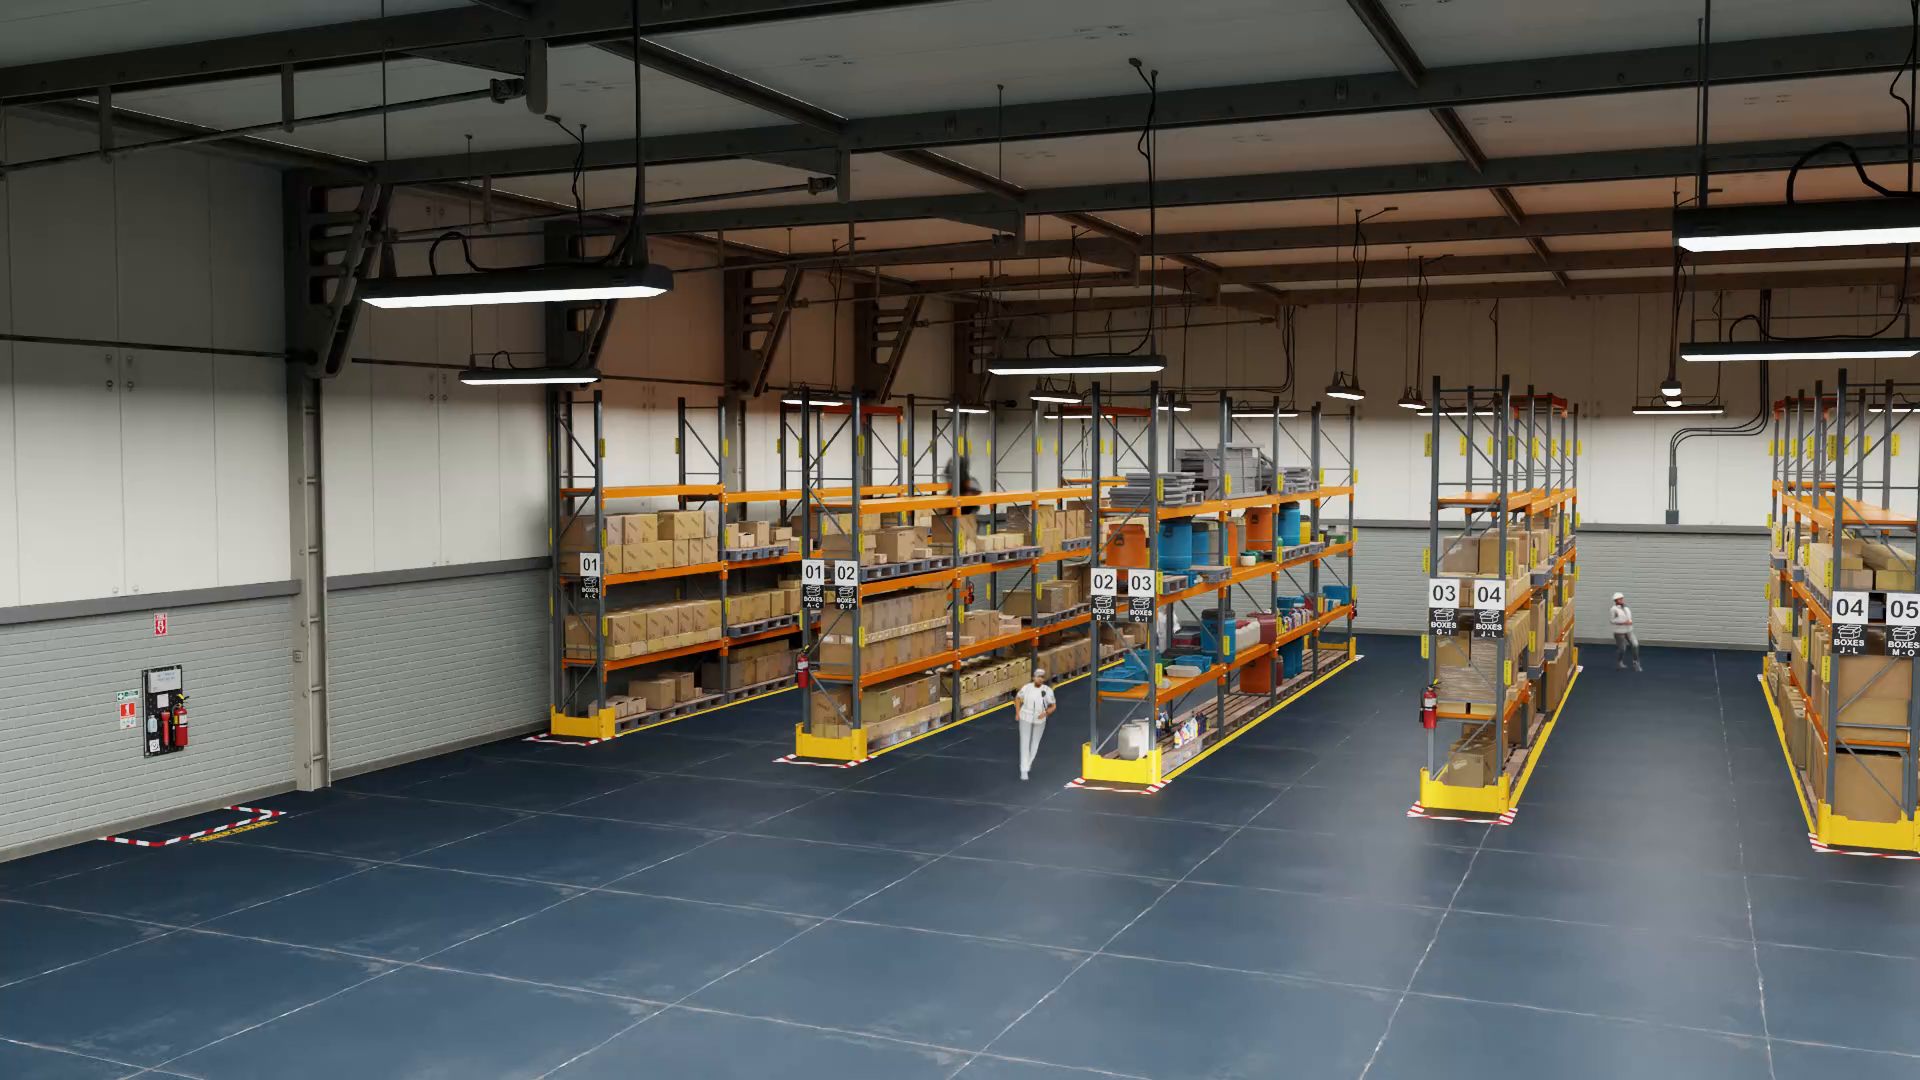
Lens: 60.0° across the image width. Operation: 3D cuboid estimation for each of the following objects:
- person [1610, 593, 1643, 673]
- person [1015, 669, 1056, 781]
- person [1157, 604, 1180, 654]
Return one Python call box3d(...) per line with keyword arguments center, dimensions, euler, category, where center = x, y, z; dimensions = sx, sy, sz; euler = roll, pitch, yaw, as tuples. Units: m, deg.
box3d(center=(14.837, 2.058, 37.206), dimensions=(0.654, 1.751, 0.827), euler=(-1, 3, -15), category="person")
box3d(center=(1.152, 2.792, 25.398), dimensions=(0.626, 1.666, 0.783), euler=(0, 3, 1), category="person")
box3d(center=(4.514, 2.165, 36.422), dimensions=(0.618, 1.695, 0.834), euler=(1, 3, 16), category="person")
